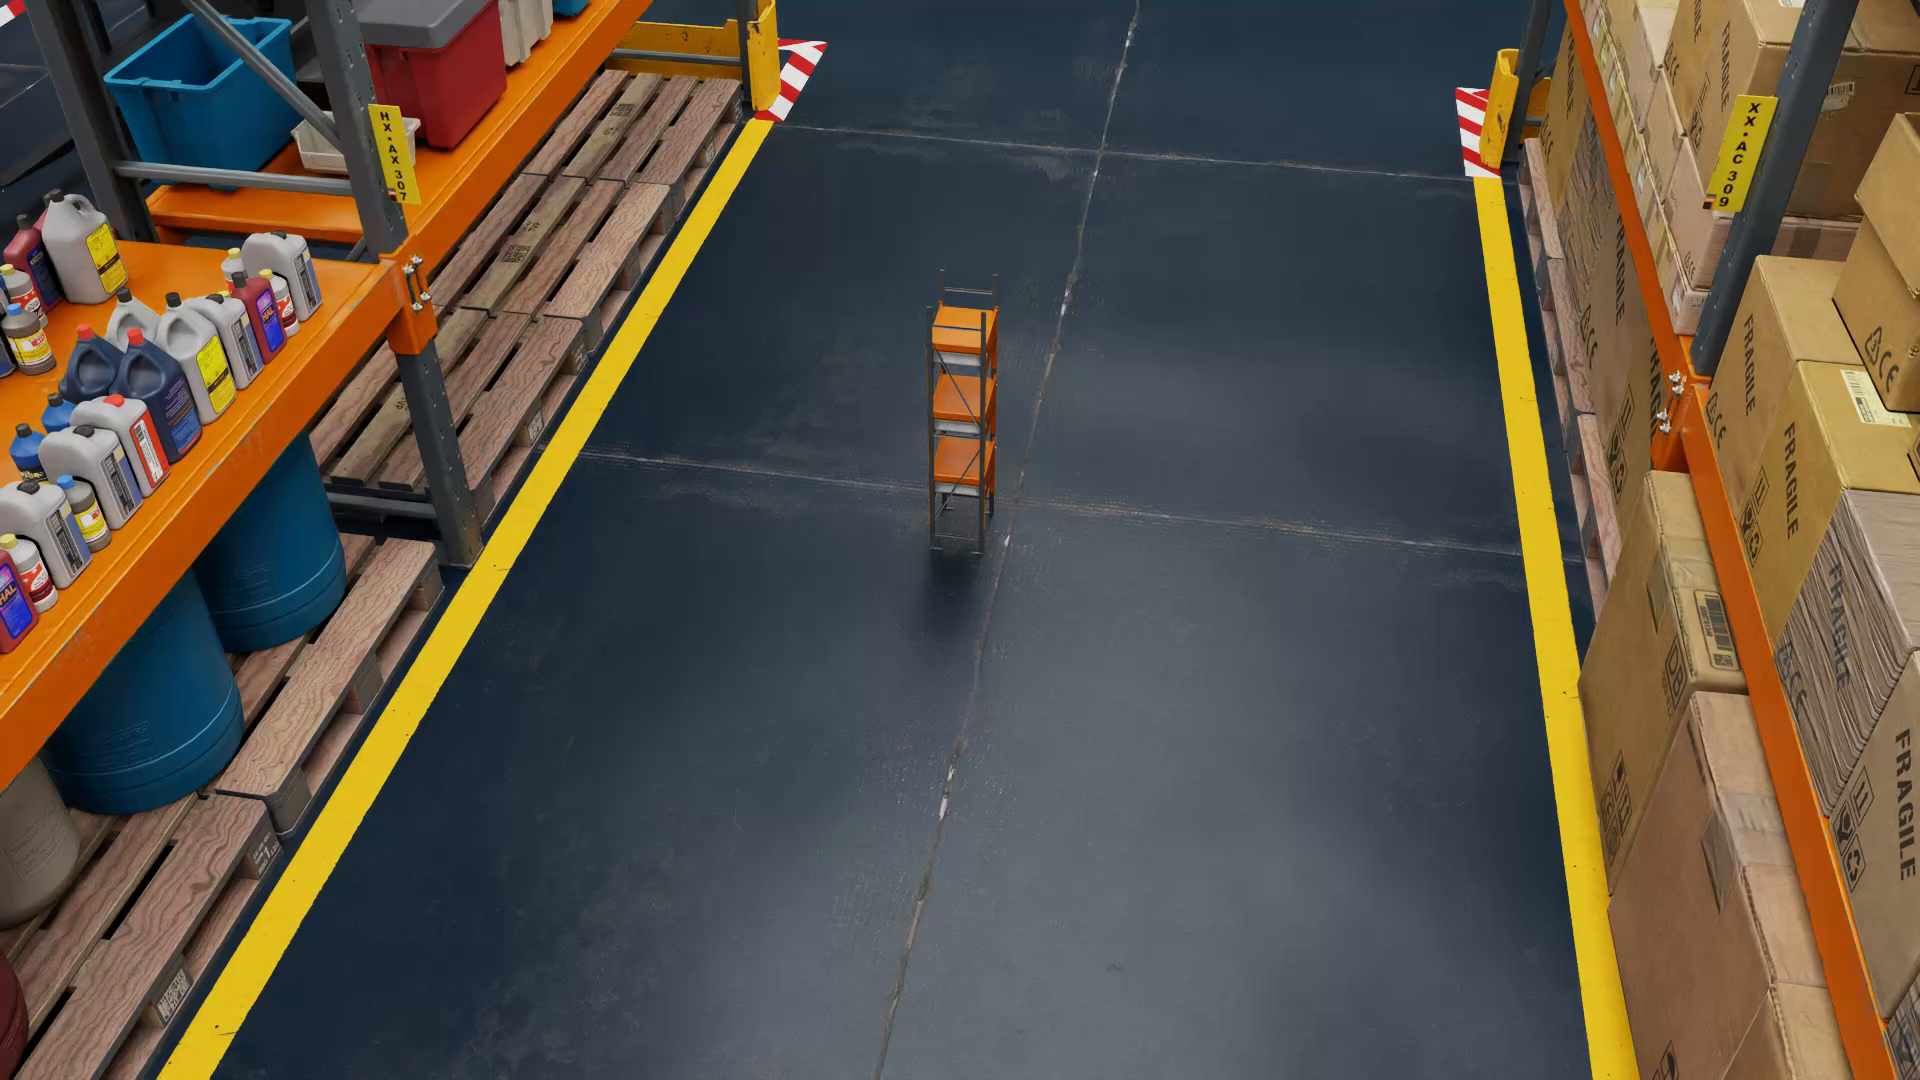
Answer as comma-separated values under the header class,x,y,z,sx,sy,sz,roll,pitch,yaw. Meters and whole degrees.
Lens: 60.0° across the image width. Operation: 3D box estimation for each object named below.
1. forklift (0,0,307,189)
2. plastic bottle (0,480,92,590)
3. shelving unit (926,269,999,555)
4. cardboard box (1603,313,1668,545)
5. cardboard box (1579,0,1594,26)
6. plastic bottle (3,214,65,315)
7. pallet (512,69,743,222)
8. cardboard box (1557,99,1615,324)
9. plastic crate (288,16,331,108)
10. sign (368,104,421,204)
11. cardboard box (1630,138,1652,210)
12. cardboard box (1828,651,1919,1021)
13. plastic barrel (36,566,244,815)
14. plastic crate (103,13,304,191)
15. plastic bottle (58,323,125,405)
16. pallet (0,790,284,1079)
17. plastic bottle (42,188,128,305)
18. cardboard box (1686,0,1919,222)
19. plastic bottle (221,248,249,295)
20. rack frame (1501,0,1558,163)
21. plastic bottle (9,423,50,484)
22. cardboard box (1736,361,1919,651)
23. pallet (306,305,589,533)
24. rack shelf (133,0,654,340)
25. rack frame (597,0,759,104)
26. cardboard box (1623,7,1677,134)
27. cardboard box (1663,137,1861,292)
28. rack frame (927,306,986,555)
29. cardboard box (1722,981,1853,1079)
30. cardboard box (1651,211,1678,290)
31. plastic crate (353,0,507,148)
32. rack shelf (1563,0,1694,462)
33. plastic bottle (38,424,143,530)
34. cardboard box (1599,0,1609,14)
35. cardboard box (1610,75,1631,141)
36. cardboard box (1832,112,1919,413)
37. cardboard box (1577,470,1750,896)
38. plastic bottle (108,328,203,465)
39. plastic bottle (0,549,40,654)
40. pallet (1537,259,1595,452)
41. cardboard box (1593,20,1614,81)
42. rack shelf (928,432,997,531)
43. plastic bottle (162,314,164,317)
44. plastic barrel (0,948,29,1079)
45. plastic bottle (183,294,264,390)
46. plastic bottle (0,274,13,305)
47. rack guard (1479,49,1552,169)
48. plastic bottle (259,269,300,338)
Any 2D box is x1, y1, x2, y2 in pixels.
class,x,y,z,sx,sy,sz,roll,pitch,yaw
forklift,-3.985,-3.537,8.228,1.130,2.935,3.031,8,40,10
plastic bottle,-2.241,-0.031,4.031,0.152,0.276,0.135,6,40,8
shelving unit,0.009,-0.438,5.956,0.215,1.050,0.252,6,40,8
cardboard box,2.794,-0.340,5.645,0.875,0.875,0.875,6,40,8
cardboard box,2.730,-2.173,6.722,0.380,0.149,0.250,6,40,7
plastic bottle,-2.784,-0.826,4.986,0.061,0.283,0.133,6,40,8
pallet,-1.766,-2.060,8.576,1.003,0.211,1.213,6,40,8
cardboard box,3.103,-1.463,7.004,0.875,0.875,0.875,6,40,8
plastic crate,-2.349,-1.787,6.226,0.437,0.125,0.590,6,40,8
sign,-1.736,-1.182,5.109,0.100,0.325,0.005,6,40,8
cardboard box,2.464,-1.206,5.552,0.380,0.149,0.250,7,40,9
cardboard box,2.017,0.586,3.109,0.500,0.500,0.500,7,40,9
plastic barrel,-2.511,0.293,4.858,0.600,0.901,0.708,6,40,8
plastic crate,-2.533,-1.485,5.658,0.392,0.384,0.575,6,40,8
plastic bottle,-2.288,-0.405,4.425,0.144,0.351,0.185,6,40,8
pallet,-2.661,1.185,4.651,1.003,0.211,1.213,6,40,8
plastic bottle,-2.665,-0.908,5.033,0.144,0.351,0.185,6,40,8
cardboard box,2.417,-1.255,4.710,0.500,0.500,0.500,7,40,9
plastic bottle,-2.154,-0.780,4.995,0.097,0.201,0.097,0,40,0
rack frame,3.293,-3.102,7.648,1.000,3.000,0.127,6,40,8
plastic bottle,-2.327,-0.177,4.211,0.097,0.271,0.097,0,40,0
cardboard box,2.189,-0.053,3.882,0.500,0.500,0.500,6,40,8
pallet,-2.189,-0.529,6.724,1.003,0.211,1.213,6,40,8
rack shelf,-1.932,-2.115,7.019,1.077,0.370,4.000,6,40,8
rack frame,-1.585,-3.648,8.308,1.000,3.000,0.127,6,40,8
cardboard box,2.594,-1.600,5.715,0.500,0.250,0.500,7,40,9
cardboard box,2.418,-0.954,4.934,0.500,0.250,0.500,6,40,7
rack frame,-0.012,-0.362,5.863,0.200,1.050,0.008,6,40,8
cardboard box,2.210,1.587,3.315,1.225,0.875,0.875,7,40,8
cardboard box,2.375,-0.884,5.162,0.380,0.149,0.250,7,40,9
plastic crate,-1.876,-1.718,5.877,0.402,0.464,0.583,6,40,8
rack shelf,2.947,-1.569,6.359,1.077,0.370,4.000,6,40,8
plastic bottle,-2.201,-0.177,4.207,0.152,0.276,0.135,6,40,8
cardboard box,2.770,-2.245,6.496,0.500,0.250,0.500,5,40,6
cardboard box,2.553,-1.529,5.942,0.380,0.149,0.250,6,40,7
cardboard box,2.498,-0.615,3.774,0.797,0.503,0.637,5,40,7
cardboard box,2.510,0.469,4.666,1.225,0.875,0.875,7,40,8
plastic bottle,-2.146,-0.390,4.406,0.144,0.351,0.185,6,40,8
plastic bottle,-2.236,0.116,3.847,0.061,0.283,0.133,6,40,8
pallet,3.018,-0.753,6.995,1.003,0.211,1.213,6,40,8
cardboard box,2.641,-1.853,6.334,0.380,0.149,0.250,5,40,7
rack shelf,0.009,-0.216,6.140,0.215,0.259,0.240,6,40,8
plastic bottle,-2.217,-0.551,4.718,0.097,0.201,0.097,0,40,0
plastic barrel,-2.707,1.123,4.101,0.600,0.588,0.708,6,40,8
plastic bottle,-2.091,-0.577,4.692,0.152,0.276,0.135,6,40,8
plastic bottle,-2.803,-0.686,4.826,0.097,0.271,0.097,0,40,0
rack guard,3.297,-2.153,8.462,1.175,0.500,0.348,6,40,8
plastic bottle,-2.021,-0.702,4.901,0.097,0.201,0.097,0,40,0
